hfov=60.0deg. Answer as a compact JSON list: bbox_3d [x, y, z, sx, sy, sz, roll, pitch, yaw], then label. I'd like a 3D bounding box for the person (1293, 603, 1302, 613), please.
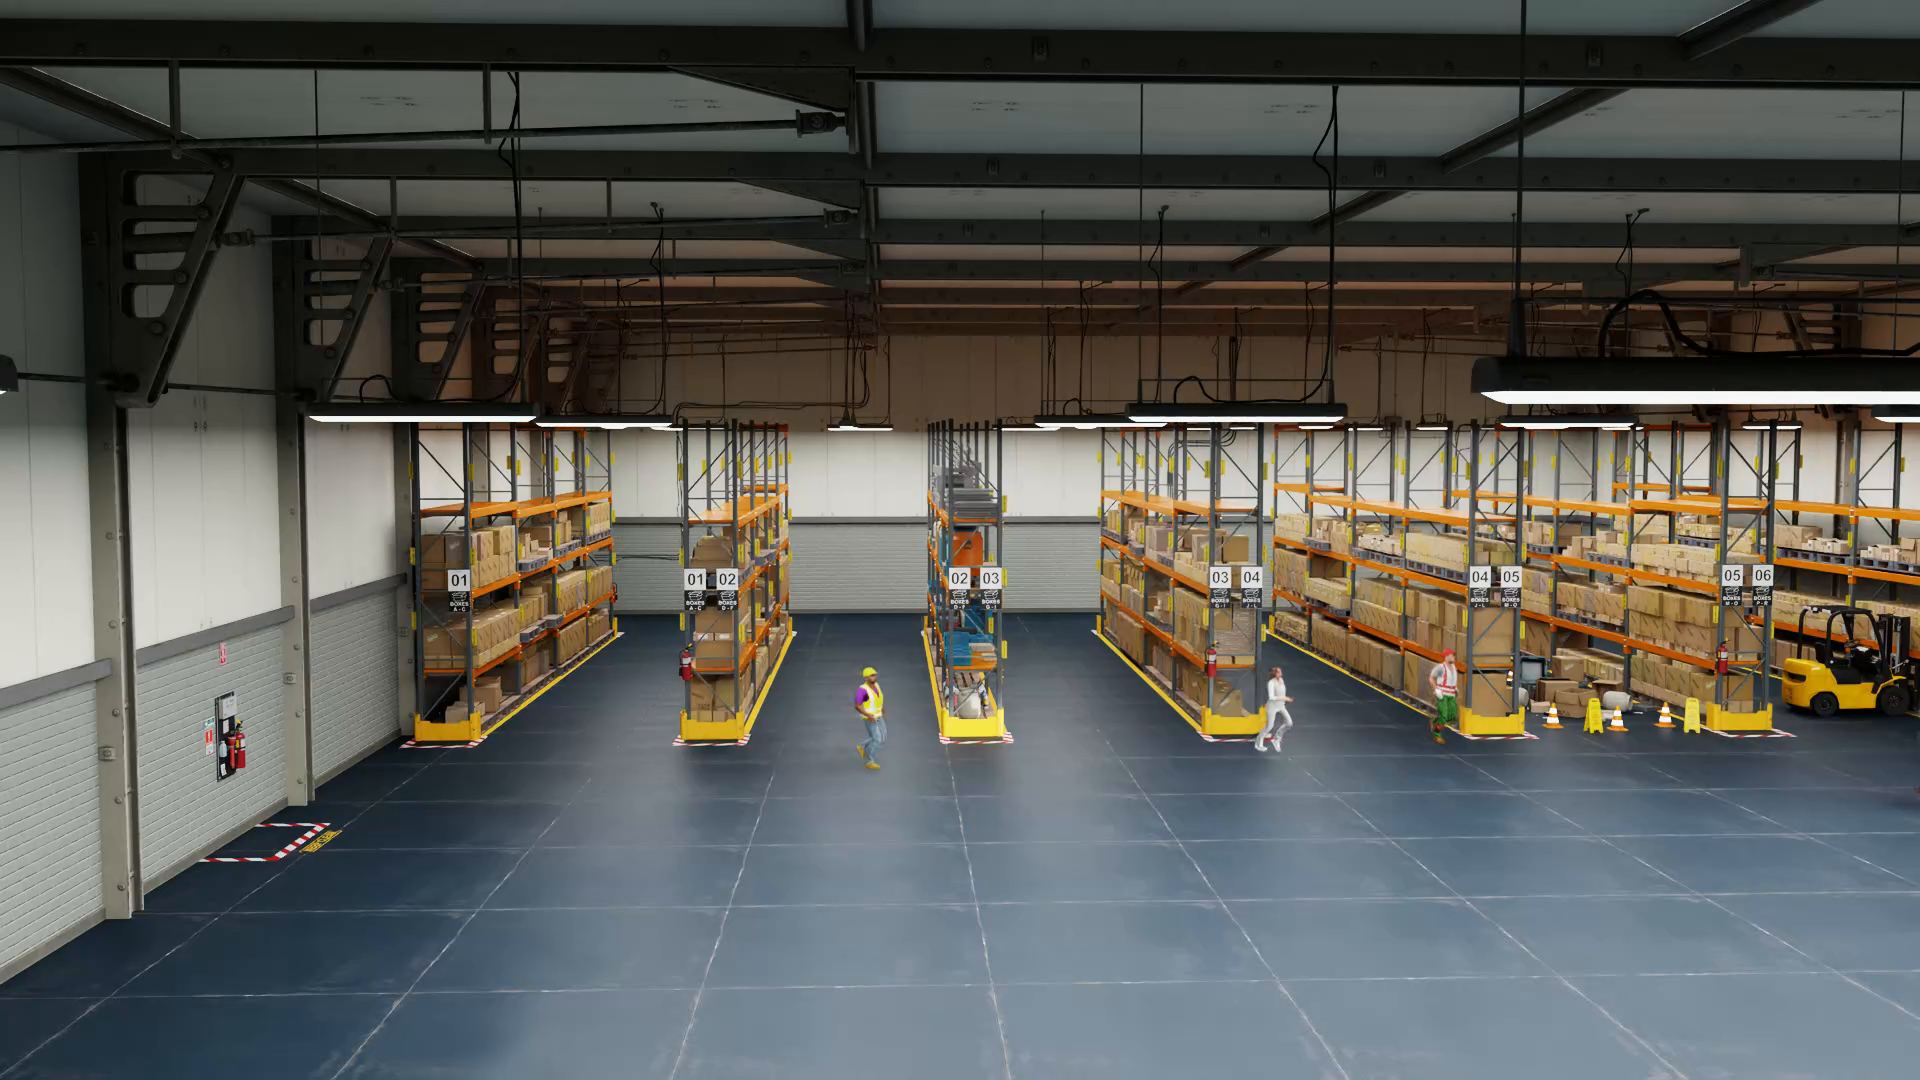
[{"bbox_3d":[9.921,1.764,48.738,0.554,1.655,0.602,0,4,-7],"label":"person"}]

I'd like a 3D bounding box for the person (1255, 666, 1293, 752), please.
[{"bbox_3d":[5.645,3.013,29.680,0.551,1.552,0.789,-3,5,-40],"label":"person"}]

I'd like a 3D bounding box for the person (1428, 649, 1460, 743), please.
[{"bbox_3d":[9.017,2.887,30.987,0.703,1.727,0.573,-2,4,-29],"label":"person"}]

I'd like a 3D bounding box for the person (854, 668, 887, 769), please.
[{"bbox_3d":[-1.539,3.042,28.472,0.546,1.729,0.698,2,4,29],"label":"person"}]
